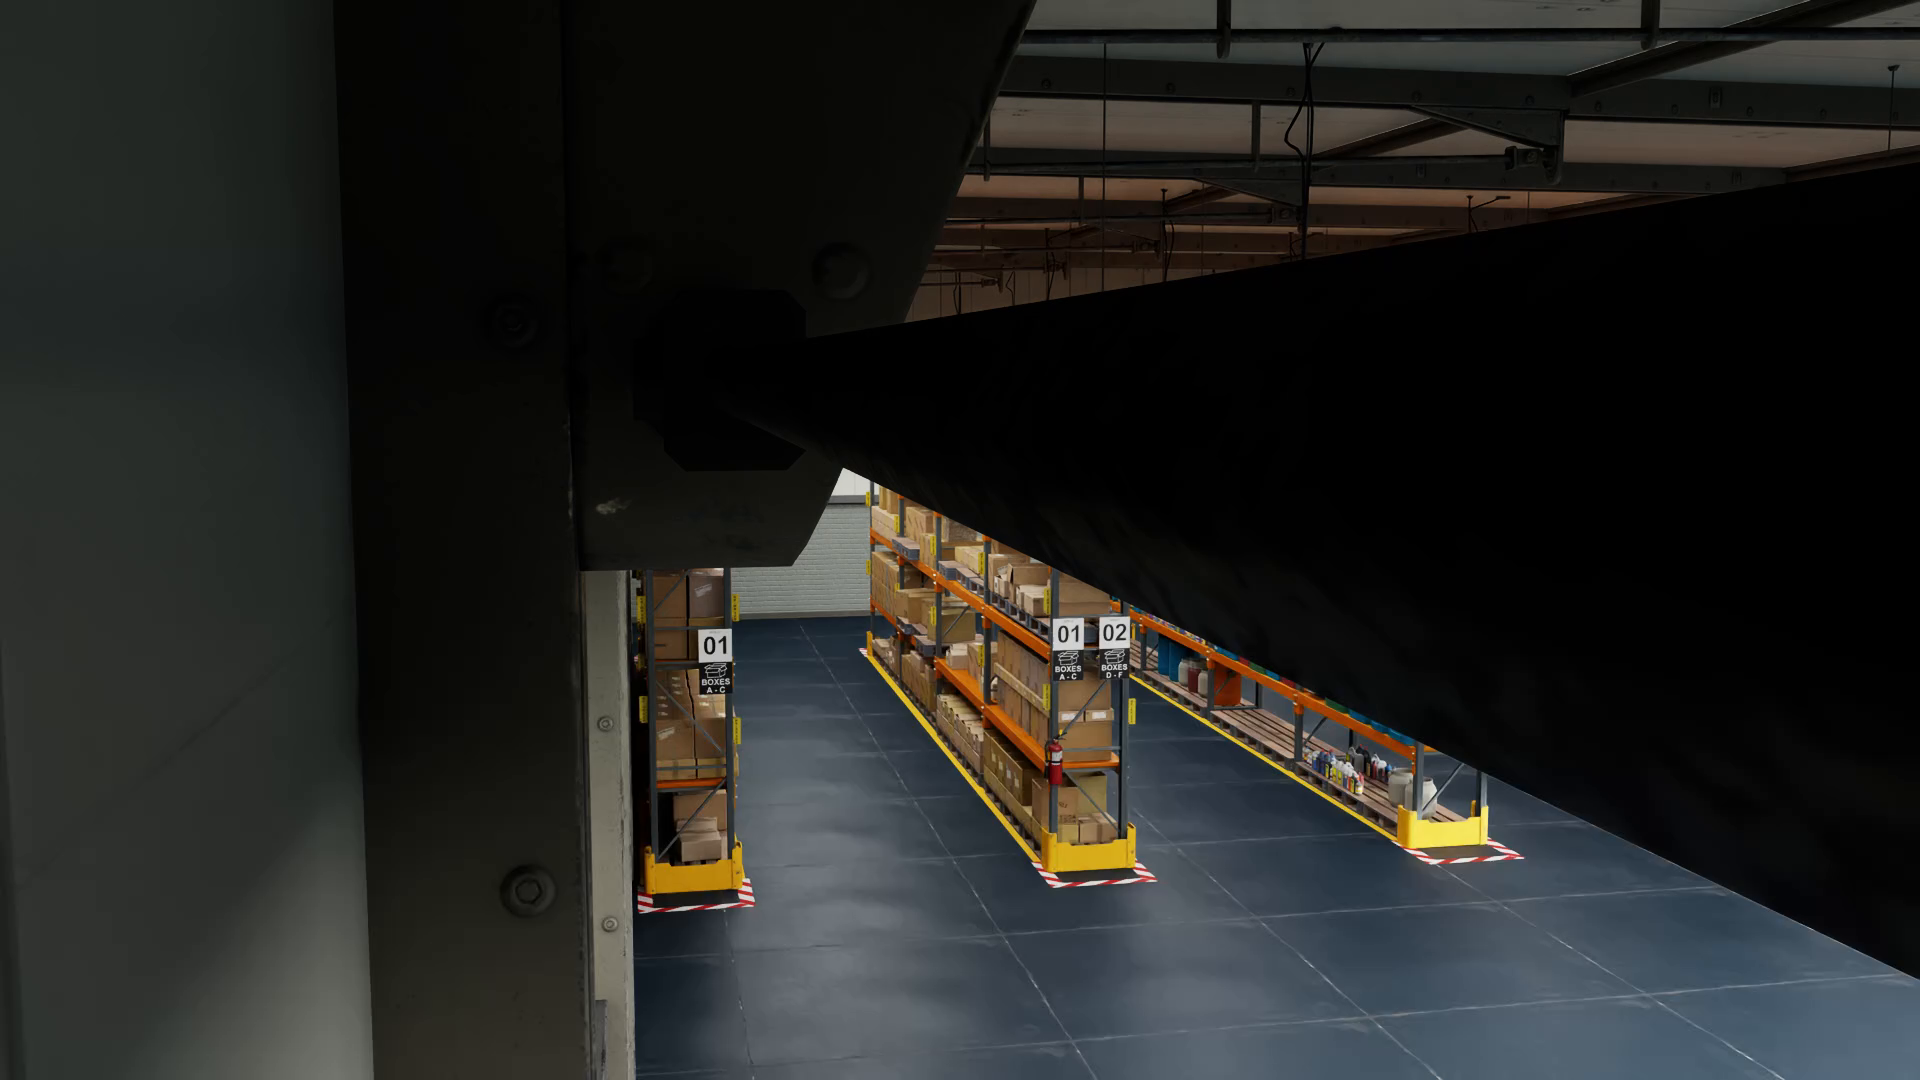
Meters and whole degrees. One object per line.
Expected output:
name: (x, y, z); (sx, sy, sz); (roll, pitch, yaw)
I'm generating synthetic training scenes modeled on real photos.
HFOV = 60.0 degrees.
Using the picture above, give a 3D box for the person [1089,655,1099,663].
person: (2.714, 1.962, 33.678); (0.578, 1.686, 0.943); (2, 6, 15)
